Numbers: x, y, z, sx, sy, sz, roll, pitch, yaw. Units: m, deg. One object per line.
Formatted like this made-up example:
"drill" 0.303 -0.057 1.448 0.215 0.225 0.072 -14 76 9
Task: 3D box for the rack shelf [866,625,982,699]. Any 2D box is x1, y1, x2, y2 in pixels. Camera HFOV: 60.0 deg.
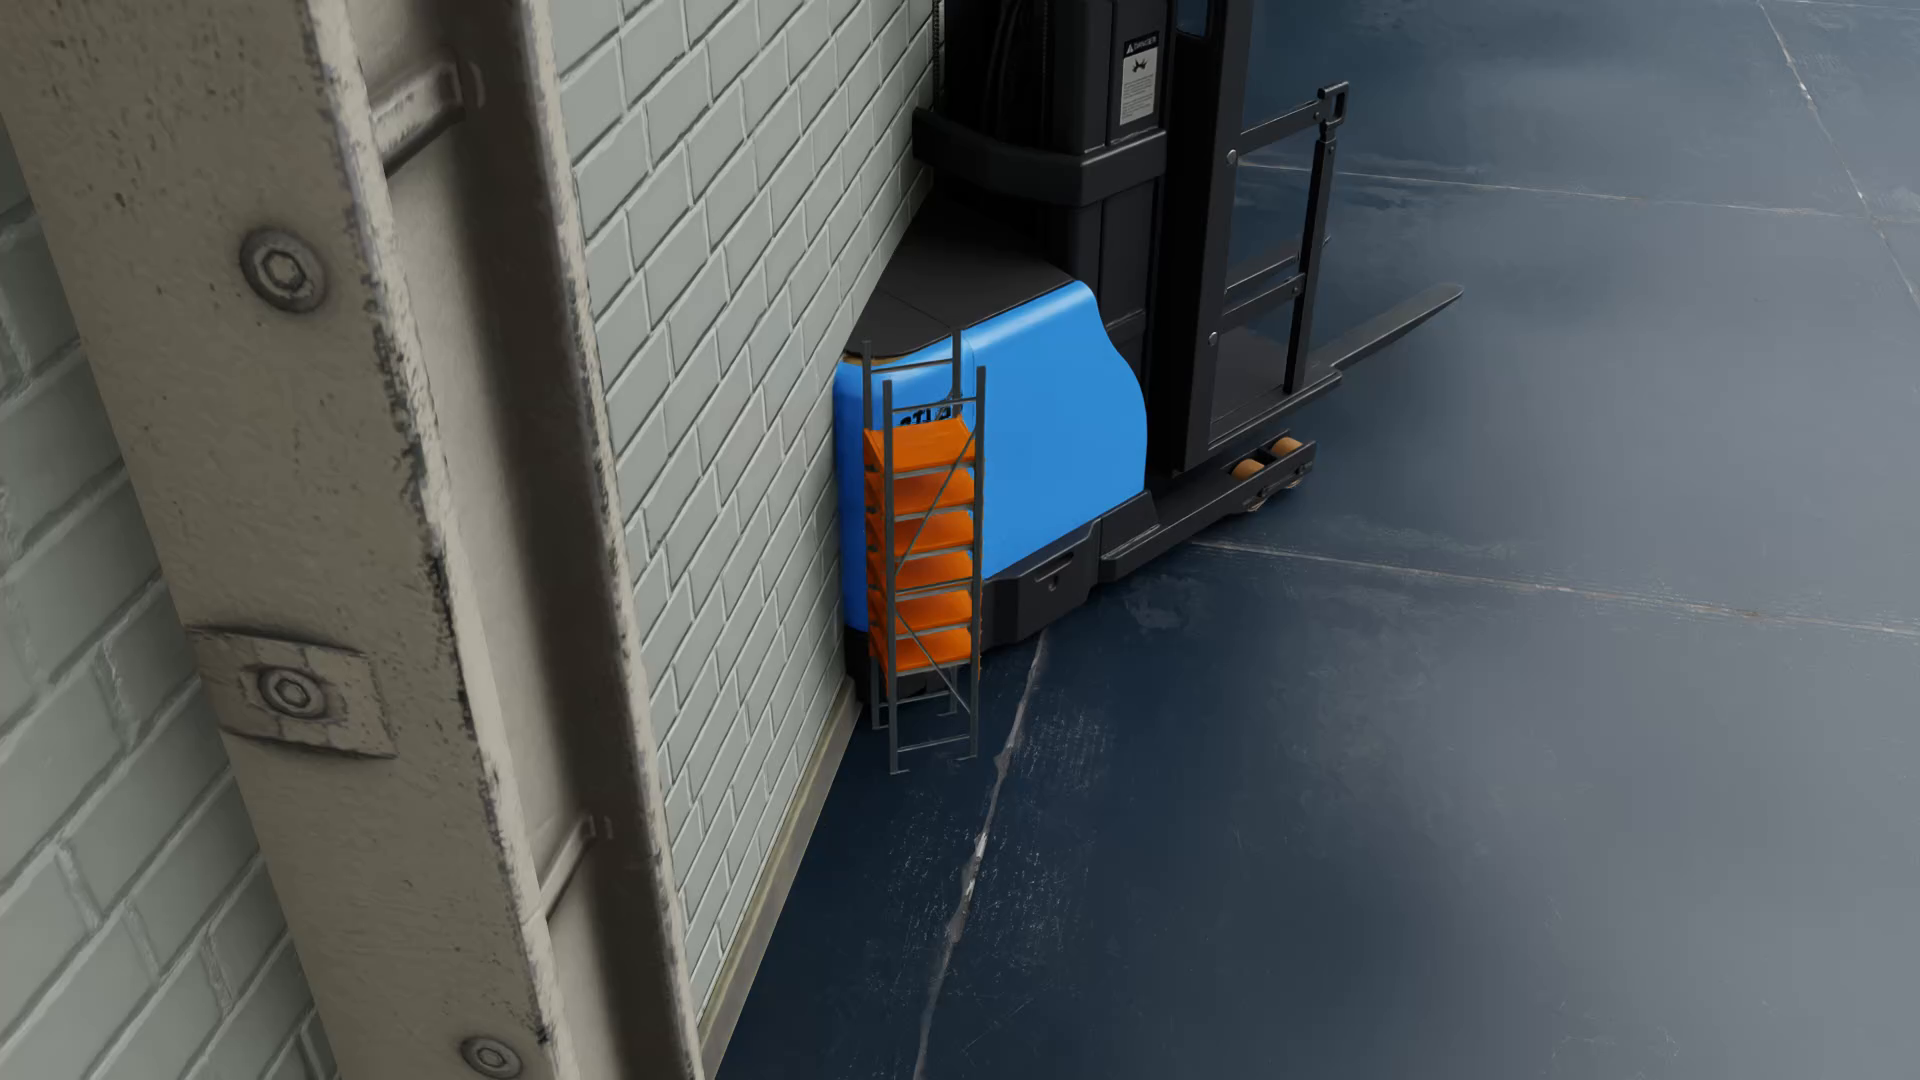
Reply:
"rack shelf" -0.094 0.294 4.304 0.258 0.103 0.180 -10 37 -14

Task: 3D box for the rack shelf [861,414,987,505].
"rack shelf" -0.087 -0.193 3.954 0.258 0.103 0.180 -10 37 -14

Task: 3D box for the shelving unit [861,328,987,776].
"shelving unit" -0.091 0.063 4.138 0.258 1.200 0.189 -10 37 -14

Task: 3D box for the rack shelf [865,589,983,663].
"rack shelf" -0.093 0.196 4.234 0.258 0.103 0.180 -10 37 -14

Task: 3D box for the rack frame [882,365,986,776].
"rack frame" -0.063 0.114 4.068 0.240 1.200 0.006 -10 37 -14

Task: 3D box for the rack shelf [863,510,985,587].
"rack shelf" -0.090 0.001 4.094 0.258 0.103 0.180 -10 37 -14

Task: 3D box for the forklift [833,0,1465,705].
"forklift" 0.531 -1.482 4.797 3.031 2.935 1.130 -28 45 -33

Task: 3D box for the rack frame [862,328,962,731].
"rack frame" -0.118 0.011 4.209 0.240 1.200 0.006 -10 37 -14

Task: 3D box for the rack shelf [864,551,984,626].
"rack shelf" -0.091 0.099 4.164 0.258 0.103 0.180 -10 37 -14

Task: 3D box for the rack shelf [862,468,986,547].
"rack shelf" -0.089 -0.096 4.024 0.258 0.103 0.180 -10 37 -14
